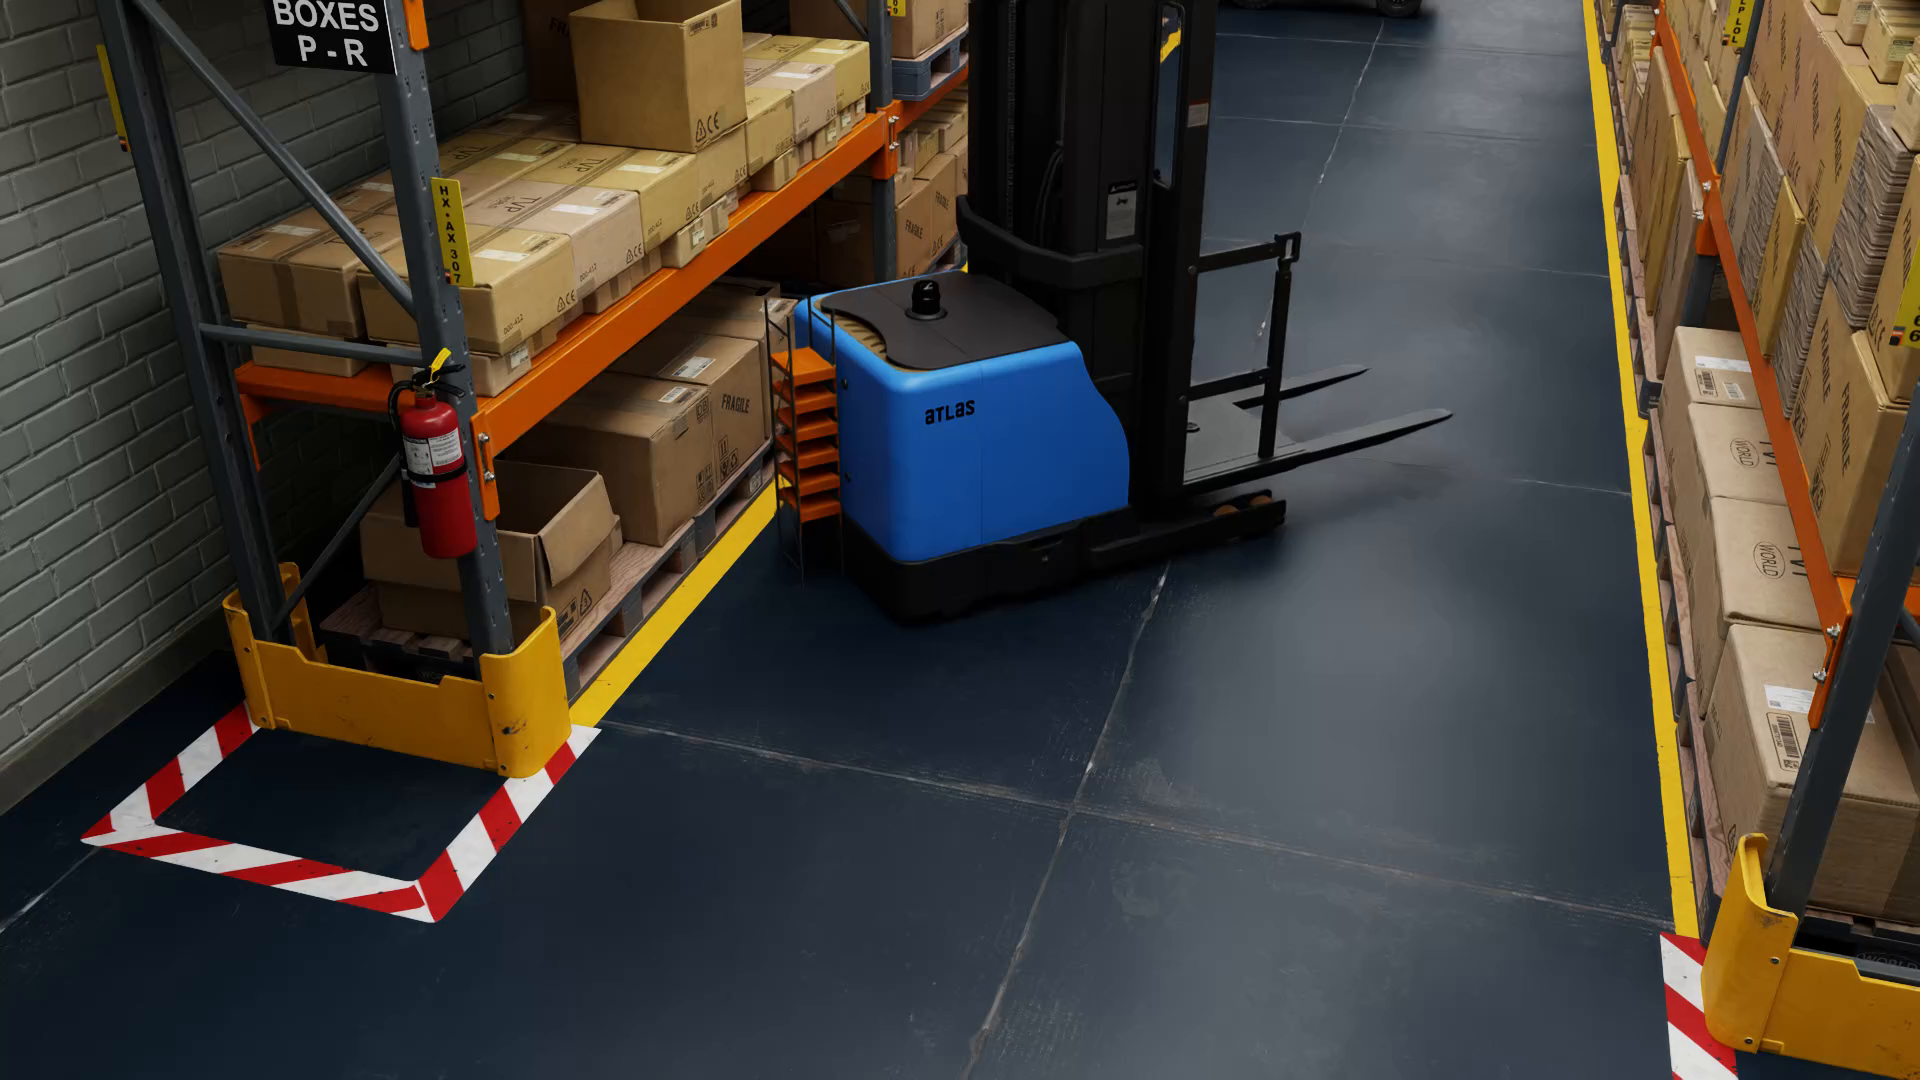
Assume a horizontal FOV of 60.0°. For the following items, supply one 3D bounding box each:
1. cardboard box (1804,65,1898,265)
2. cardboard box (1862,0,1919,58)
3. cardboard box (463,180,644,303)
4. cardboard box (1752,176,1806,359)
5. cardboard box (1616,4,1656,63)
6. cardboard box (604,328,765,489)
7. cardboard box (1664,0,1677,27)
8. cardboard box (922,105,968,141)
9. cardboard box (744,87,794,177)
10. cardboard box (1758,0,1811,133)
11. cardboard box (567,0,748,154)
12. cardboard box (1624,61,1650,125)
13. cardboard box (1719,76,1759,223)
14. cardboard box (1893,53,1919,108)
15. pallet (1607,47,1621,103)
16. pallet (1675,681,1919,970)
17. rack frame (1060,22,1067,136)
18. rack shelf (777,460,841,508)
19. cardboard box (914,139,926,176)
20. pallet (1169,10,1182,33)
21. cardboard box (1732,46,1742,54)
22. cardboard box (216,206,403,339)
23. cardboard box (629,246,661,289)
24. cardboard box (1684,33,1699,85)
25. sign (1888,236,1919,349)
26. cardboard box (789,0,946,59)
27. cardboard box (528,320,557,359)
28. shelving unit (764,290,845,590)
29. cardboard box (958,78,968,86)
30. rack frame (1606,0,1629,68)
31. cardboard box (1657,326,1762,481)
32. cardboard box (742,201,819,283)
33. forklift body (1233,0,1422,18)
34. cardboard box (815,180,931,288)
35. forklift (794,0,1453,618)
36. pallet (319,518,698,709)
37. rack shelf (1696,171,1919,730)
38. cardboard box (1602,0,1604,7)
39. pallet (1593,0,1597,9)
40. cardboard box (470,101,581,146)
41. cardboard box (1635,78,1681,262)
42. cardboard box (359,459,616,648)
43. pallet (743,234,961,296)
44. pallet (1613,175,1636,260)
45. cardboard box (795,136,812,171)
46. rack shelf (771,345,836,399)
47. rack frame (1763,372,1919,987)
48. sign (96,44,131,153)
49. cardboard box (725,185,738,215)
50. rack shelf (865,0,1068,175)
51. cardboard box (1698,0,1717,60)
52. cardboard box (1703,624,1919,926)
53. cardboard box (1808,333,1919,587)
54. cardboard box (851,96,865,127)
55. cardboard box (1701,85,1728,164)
[{"bbox_3d":[2.917,-1.112,5.032,0.500,0.500,0.500,8,30,15],"label":"cardboard box"},{"bbox_3d":[3.061,-1.576,5.200,0.380,0.149,0.250,9,30,16],"label":"cardboard box"},{"bbox_3d":[-1.478,-1.075,5.944,0.500,0.250,0.500,9,30,15],"label":"cardboard box"},{"bbox_3d":[3.061,-0.916,5.708,0.500,0.500,0.500,9,30,16],"label":"cardboard box"},{"bbox_3d":[6.100,-4.265,14.102,0.950,0.372,0.625,9,30,16],"label":"cardboard box"},{"bbox_3d":[-1.207,-0.588,7.361,0.500,0.500,0.500,9,30,16],"label":"cardboard box"},{"bbox_3d":[4.694,-3.358,10.354,0.500,0.250,0.500,8,30,14],"label":"cardboard box"},{"bbox_3d":[-0.159,-2.581,10.277,0.380,0.149,0.250,10,30,17],"label":"cardboard box"},{"bbox_3d":[-1.051,-1.790,7.231,0.500,0.250,0.500,8,30,15],"label":"cardboard box"},{"bbox_3d":[3.378,-1.816,6.297,0.500,0.500,0.500,8,30,14],"label":"cardboard box"},{"bbox_3d":[-1.186,-1.865,6.594,0.500,0.500,0.500,9,30,16],"label":"cardboard box"},{"bbox_3d":[5.462,-3.255,12.287,0.950,0.372,0.625,8,30,14],"label":"cardboard box"},{"bbox_3d":[3.516,-1.619,6.971,0.500,0.500,0.500,9,30,17],"label":"cardboard box"},{"bbox_3d":[2.804,-1.221,4.560,0.380,0.149,0.250,9,30,16],"label":"cardboard box"},{"bbox_3d":[6.025,-3.893,14.031,1.003,0.211,1.213,8,30,15],"label":"pallet"},{"bbox_3d":[2.890,0.939,5.345,1.003,0.211,1.213,8,30,15],"label":"pallet"},{"bbox_3d":[0.332,-4.321,11.932,1.000,3.000,0.127,8,30,15],"label":"rack frame"},{"bbox_3d":[-0.623,-0.246,6.796,0.180,0.103,0.258,-15,32,-25],"label":"rack shelf"},{"bbox_3d":[-0.411,-2.226,9.639,0.380,0.149,0.250,7,30,12],"label":"cardboard box"},{"bbox_3d":[1.779,-5.325,16.605,1.003,0.211,1.213,8,30,15],"label":"pallet"},{"bbox_3d":[3.795,-2.480,7.491,0.500,0.500,0.500,9,30,16],"label":"cardboard box"},{"bbox_3d":[-2.135,-0.919,5.666,0.500,0.250,0.500,9,30,16],"label":"cardboard box"},{"bbox_3d":[-1.378,-1.092,6.386,0.380,0.149,0.250,9,30,16],"label":"cardboard box"},{"bbox_3d":[4.259,-2.644,9.071,0.500,0.250,0.500,8,30,15],"label":"cardboard box"},{"bbox_3d":[2.215,-0.590,3.791,0.100,0.325,0.005,8,30,15],"label":"sign"},{"bbox_3d":[-0.487,-2.882,8.811,0.700,0.500,0.500,9,30,16],"label":"cardboard box"},{"bbox_3d":[-1.627,-0.732,5.739,0.380,0.149,0.250,9,30,16],"label":"cardboard box"},{"bbox_3d":[-0.623,-0.389,6.716,0.189,1.200,0.258,-15,32,-25],"label":"shelving unit"},{"bbox_3d":[0.065,-2.951,10.941,0.380,0.149,0.250,8,30,14],"label":"cardboard box"},{"bbox_3d":[6.252,-5.474,14.004,1.000,3.000,0.127,8,30,15],"label":"rack frame"},{"bbox_3d":[3.617,-0.543,7.344,0.875,0.438,0.875,8,30,14],"label":"cardboard box"},{"bbox_3d":[-0.981,-1.824,9.582,0.500,0.500,0.500,8,30,15],"label":"cardboard box"},{"bbox_3d":[3.867,-6.526,16.770,2.313,2.155,1.214,8,30,15],"label":"forklift body"},{"bbox_3d":[-0.485,-1.746,9.443,0.500,0.500,0.500,10,31,17],"label":"cardboard box"},{"bbox_3d":[0.846,-1.473,6.883,3.031,2.935,1.130,-15,32,-25],"label":"forklift"},{"bbox_3d":[-1.761,0.209,6.657,1.003,0.211,1.213,8,30,15],"label":"pallet"},{"bbox_3d":[3.317,-0.512,5.825,1.077,0.370,4.000,8,30,15],"label":"rack shelf"},{"bbox_3d":[6.469,-5.253,16.004,0.500,0.250,0.500,9,30,16],"label":"cardboard box"},{"bbox_3d":[7.132,-5.706,17.290,1.003,0.211,1.213,8,30,15],"label":"pallet"},{"bbox_3d":[-1.679,-1.631,6.945,0.500,0.250,0.500,8,30,15],"label":"cardboard box"},{"bbox_3d":[4.530,-2.147,9.777,0.875,0.875,0.875,9,30,15],"label":"cardboard box"},{"bbox_3d":[-1.746,0.033,6.241,0.797,0.503,0.637,7,30,13],"label":"cardboard box"},{"bbox_3d":[-0.640,-1.627,9.958,1.003,0.211,1.213,8,30,15],"label":"pallet"},{"bbox_3d":[4.774,-2.040,10.701,1.003,0.211,1.213,8,30,15],"label":"pallet"},{"bbox_3d":[-0.906,-1.802,7.662,0.380,0.149,0.250,9,30,16],"label":"cardboard box"},{"bbox_3d":[-0.623,-0.665,6.562,0.180,0.103,0.258,-15,32,-25],"label":"rack shelf"},{"bbox_3d":[2.730,0.103,3.979,1.000,3.000,0.127,8,30,15],"label":"rack frame"},{"bbox_3d":[-2.541,-1.336,5.050,0.100,0.325,0.005,8,30,15],"label":"sign"},{"bbox_3d":[-1.164,-1.454,7.036,0.380,0.149,0.250,8,30,15],"label":"cardboard box"},{"bbox_3d":[-0.255,-3.077,10.436,1.077,0.370,4.000,8,30,15],"label":"rack shelf"},{"bbox_3d":[4.087,-2.623,8.520,0.500,0.250,0.500,9,30,16],"label":"cardboard box"},{"bbox_3d":[2.828,0.718,5.077,0.875,0.438,0.875,7,30,13],"label":"cardboard box"},{"bbox_3d":[2.618,-0.202,4.426,0.500,0.500,0.500,9,30,15],"label":"cardboard box"},{"bbox_3d":[-0.695,-2.168,8.321,0.380,0.149,0.250,9,30,16],"label":"cardboard box"},{"bbox_3d":[3.794,-1.935,7.796,0.500,0.250,0.500,8,30,14],"label":"cardboard box"}]
